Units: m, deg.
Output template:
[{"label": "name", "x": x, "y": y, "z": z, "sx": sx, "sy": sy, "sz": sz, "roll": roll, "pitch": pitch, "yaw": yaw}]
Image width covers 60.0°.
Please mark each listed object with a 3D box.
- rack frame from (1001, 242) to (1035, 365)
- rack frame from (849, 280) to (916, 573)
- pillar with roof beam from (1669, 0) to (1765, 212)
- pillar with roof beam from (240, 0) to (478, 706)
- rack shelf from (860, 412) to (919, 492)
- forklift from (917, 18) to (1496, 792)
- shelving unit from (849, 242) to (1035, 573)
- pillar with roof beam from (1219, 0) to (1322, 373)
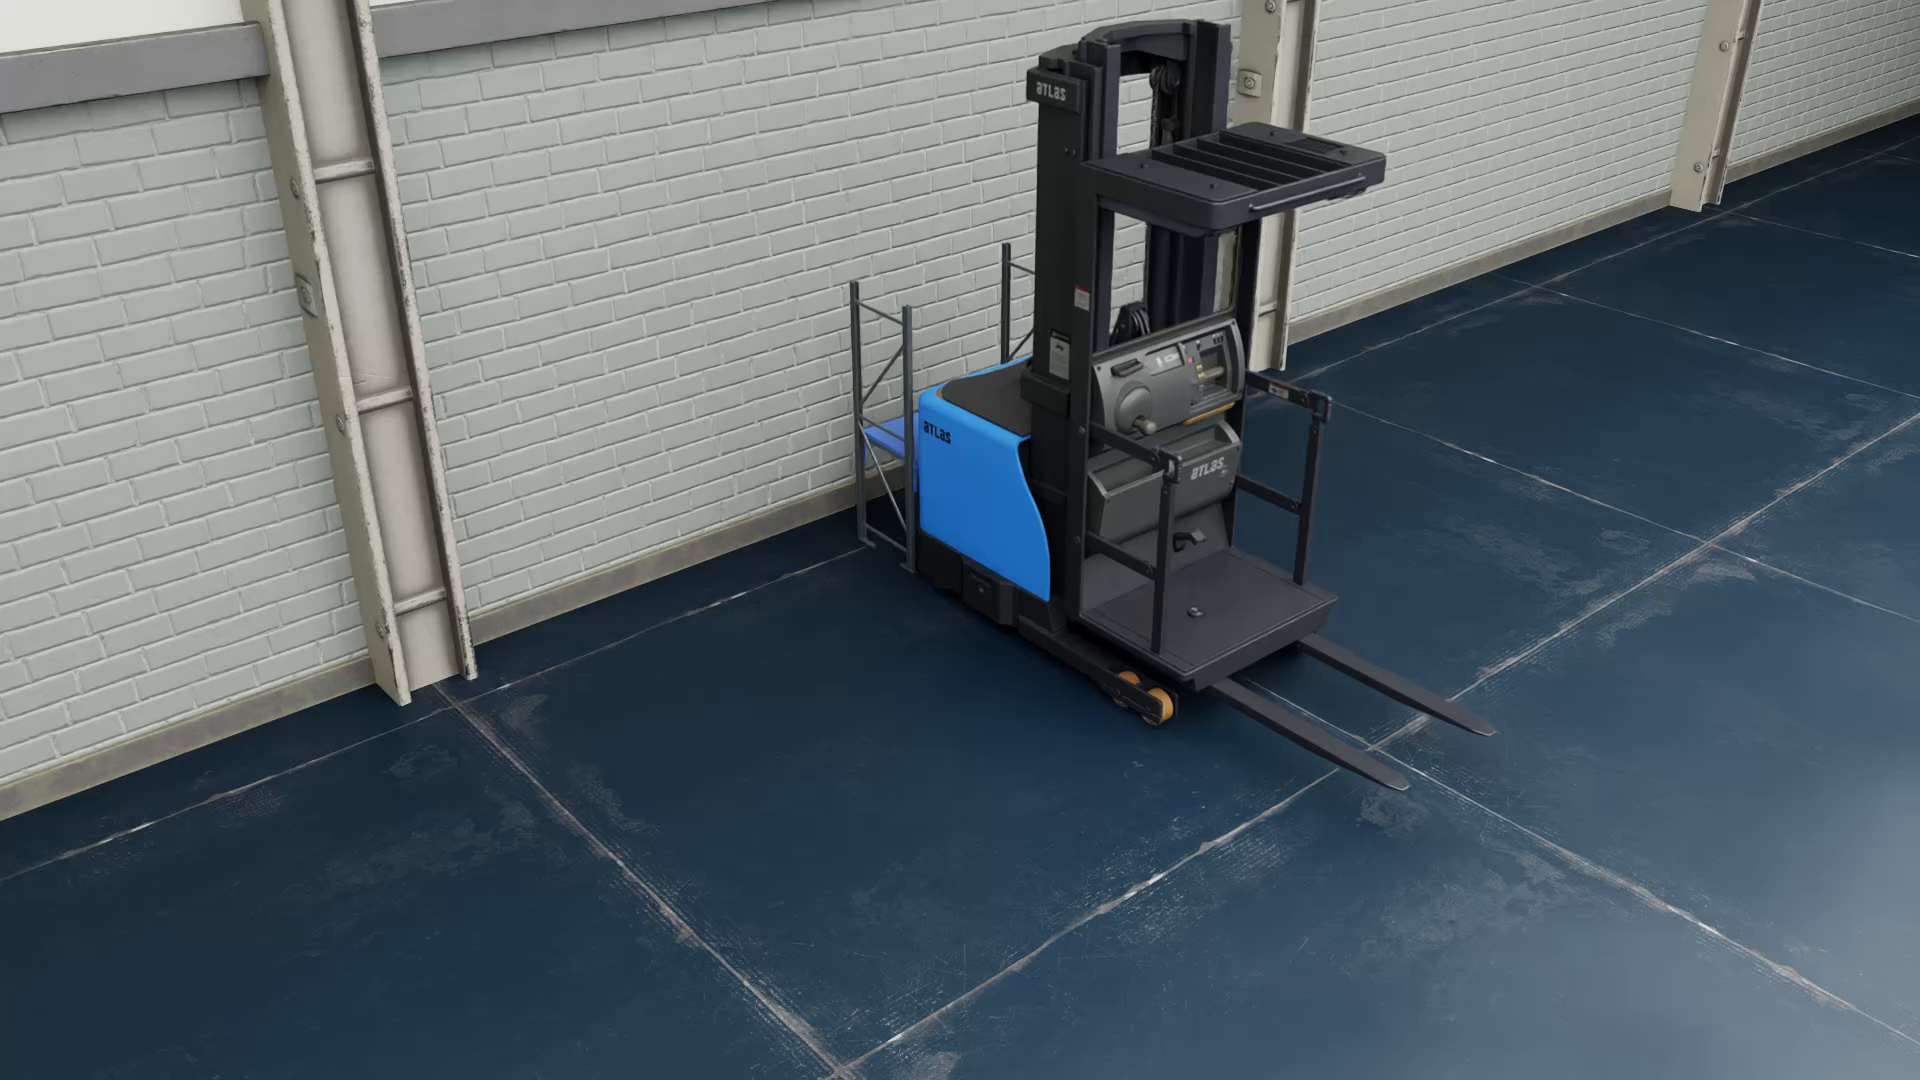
[{"label": "rack frame", "x": 0.396, "y": -0.878, "z": 9.301, "sx": 0.032, "sy": 1.500, "sz": 0.500, "roll": -20, "pitch": 34, "yaw": -33}, {"label": "rack frame", "x": -0.403, "y": -0.582, "z": 8.747, "sx": 0.032, "sy": 1.500, "sz": 0.500, "roll": -20, "pitch": 34, "yaw": -33}, {"label": "pillar with roof beam", "x": 9.352, "y": -5.433, "z": 9.868, "sx": 0.400, "sy": 9.000, "sz": 9.100, "roll": -22, "pitch": 35, "yaw": -35}, {"label": "pillar with roof beam", "x": 0.223, "y": -1.762, "z": 2.999, "sx": 0.400, "sy": 9.000, "sz": 9.100, "roll": -22, "pitch": 35, "yaw": -35}, {"label": "rack shelf", "x": -0.003, "y": -0.571, "z": 9.109, "sx": 1.000, "sy": 0.185, "sz": 0.538, "roll": -20, "pitch": 34, "yaw": -33}, {"label": "forklift", "x": 1.103, "y": -0.711, "z": 7.470, "sx": 1.130, "sy": 2.935, "sz": 3.031, "roll": -22, "pitch": 35, "yaw": -35}, {"label": "shelving unit", "x": -0.004, "y": -0.730, "z": 9.024, "sx": 1.048, "sy": 1.500, "sz": 0.538, "roll": -20, "pitch": 34, "yaw": -33}, {"label": "pillar with roof beam", "x": 4.787, "y": -3.597, "z": 6.433, "sx": 0.400, "sy": 9.000, "sz": 9.100, "roll": -22, "pitch": 35, "yaw": -35}]
